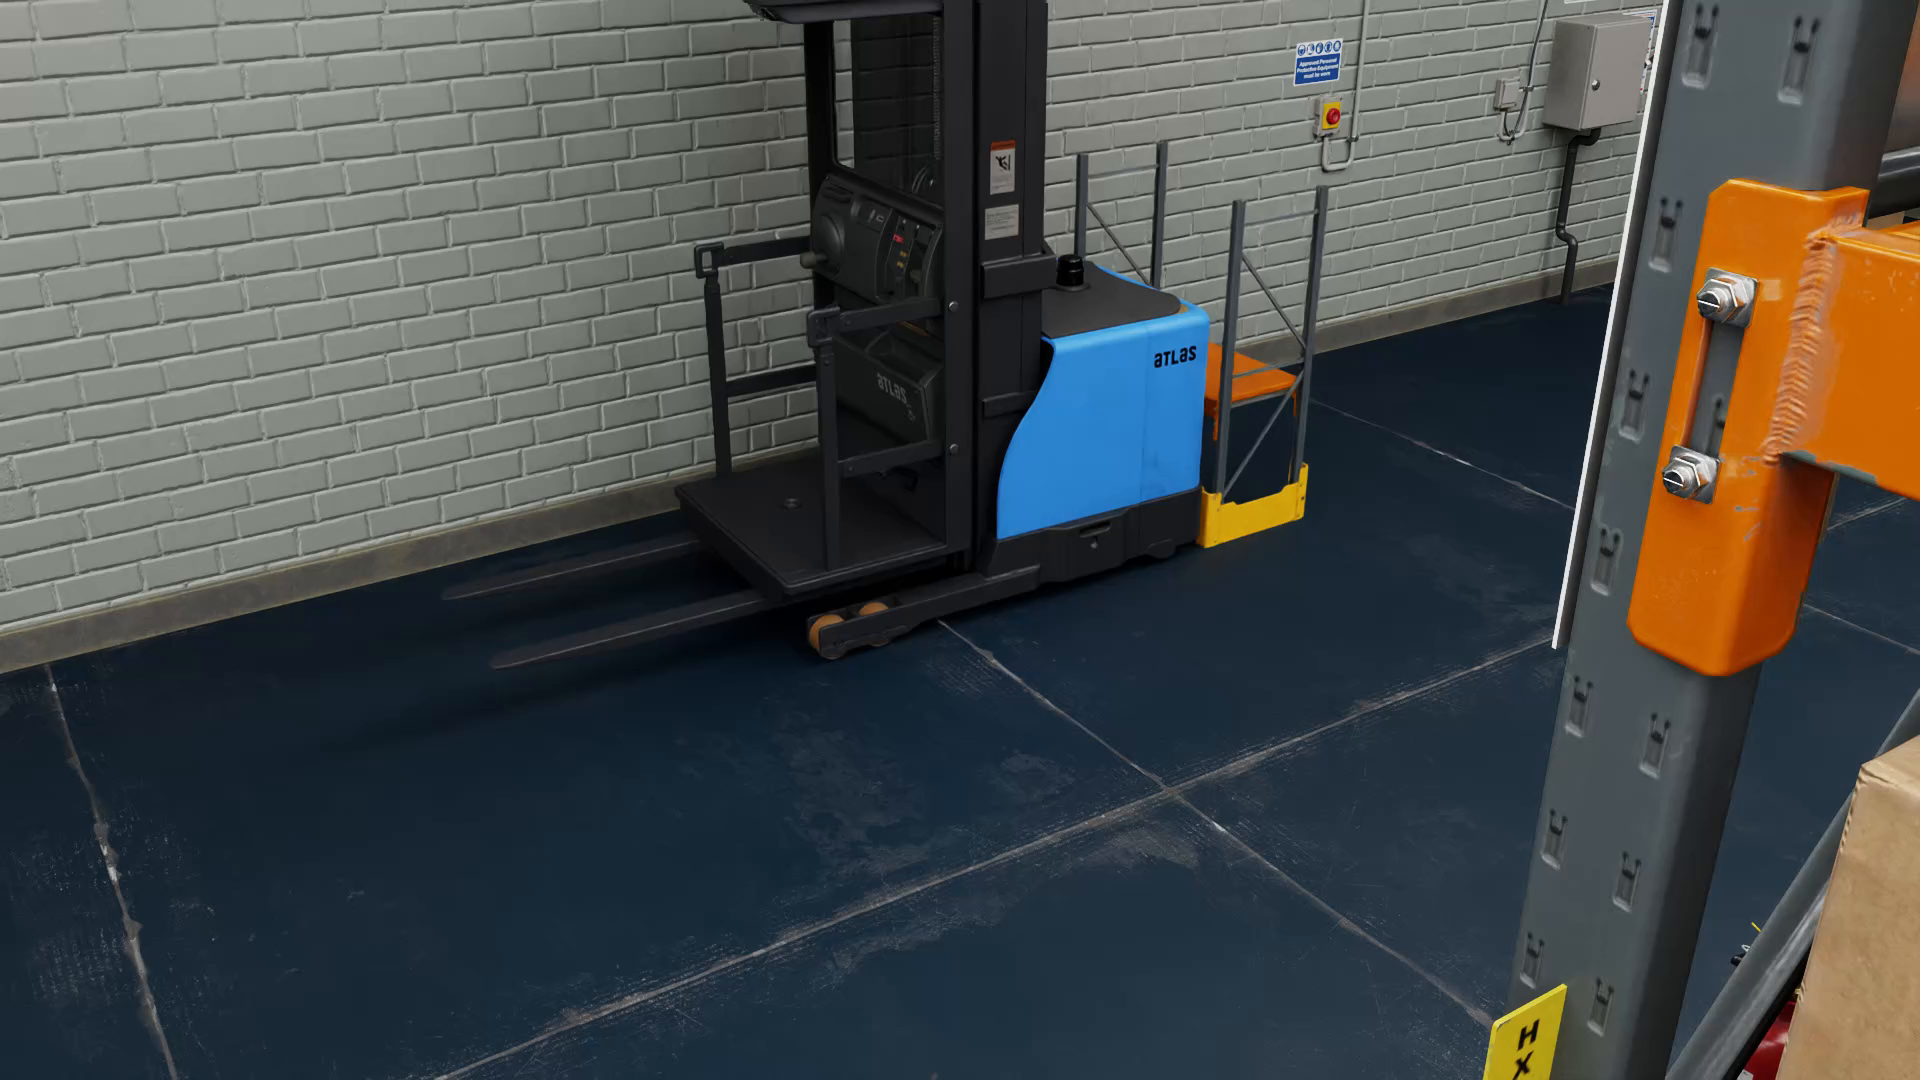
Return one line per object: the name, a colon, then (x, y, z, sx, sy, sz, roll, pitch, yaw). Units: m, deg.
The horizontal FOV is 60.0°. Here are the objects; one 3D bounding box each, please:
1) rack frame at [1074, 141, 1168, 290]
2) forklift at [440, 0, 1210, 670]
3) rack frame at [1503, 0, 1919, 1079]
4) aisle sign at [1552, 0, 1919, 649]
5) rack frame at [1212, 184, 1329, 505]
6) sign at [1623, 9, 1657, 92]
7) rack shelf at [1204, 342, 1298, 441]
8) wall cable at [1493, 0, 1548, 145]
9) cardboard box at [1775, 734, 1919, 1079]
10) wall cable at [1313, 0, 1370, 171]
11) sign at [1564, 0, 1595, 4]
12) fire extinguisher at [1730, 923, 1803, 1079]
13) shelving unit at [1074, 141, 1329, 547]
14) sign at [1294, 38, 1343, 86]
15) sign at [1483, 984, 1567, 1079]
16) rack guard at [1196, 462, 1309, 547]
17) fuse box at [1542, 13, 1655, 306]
rack frame: (0.733, -1.081, 7.782, 0.500, 1.500, 0.032, -16, 30, -30)
forklift: (-0.502, -1.132, 6.214, 3.031, 2.935, 1.130, -14, 29, -28)
rack frame: (0.960, 0.823, 1.993, 0.949, 2.616, 0.053, -16, 29, -30)
aisle sign: (0.671, -0.310, 1.347, 0.394, 0.787, 0.004, -16, 29, -30)
rack frame: (1.295, -0.719, 7.017, 0.500, 1.500, 0.032, -16, 30, -30)
sign: (4.097, -2.963, 10.123, 0.329, 0.494, 0.001, -16, 29, -30)
rack shelf: (1.014, -0.737, 7.476, 0.538, 0.185, 1.000, -16, 30, -30)
wall cable: (3.139, -3.173, 9.268, 0.588, 1.984, 0.122, -16, 29, -30)
cardboard box: (0.985, 0.413, 1.225, 0.500, 0.500, 0.500, -16, 29, -30)
wall cable: (1.957, -2.853, 8.552, 0.585, 1.953, 0.123, -16, 29, -30)
sign: (3.637, -3.251, 9.656, 0.339, 0.242, 0.001, -16, 29, -30)
fire extinguisher: (1.212, 0.828, 2.510, 0.296, 0.674, 0.183, -16, 29, -30)
shelving unit: (1.009, -0.903, 7.406, 0.587, 1.500, 1.083, -16, 30, -30)
sign: (1.883, -2.512, 8.741, 0.327, 0.218, 0.001, -16, 29, -30)
sign: (0.508, 0.557, 1.542, 0.100, 0.325, 0.005, -16, 29, -30)
rack guard: (1.284, -0.161, 7.298, 0.587, 0.250, 0.087, -16, 30, -30)
fuse box: (3.797, -2.234, 9.977, 0.539, 1.711, 0.414, -16, 29, -30)
